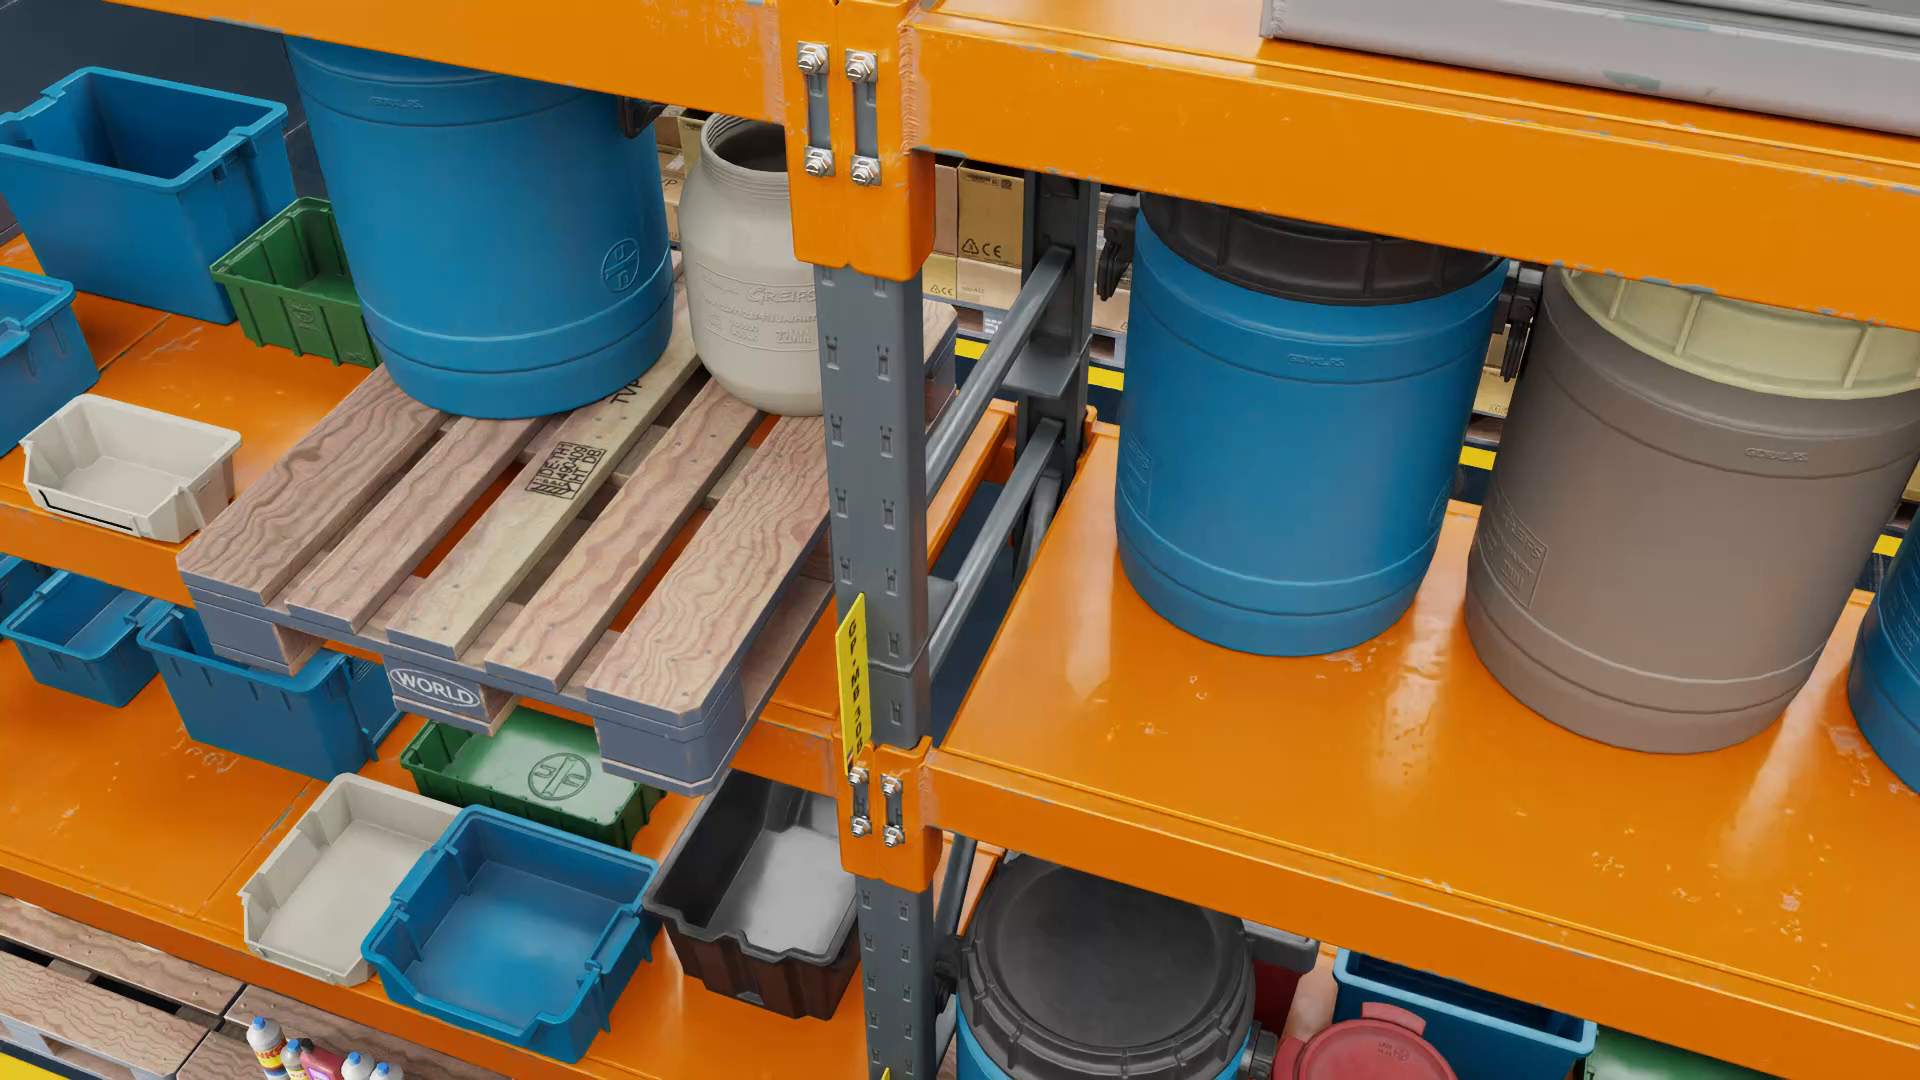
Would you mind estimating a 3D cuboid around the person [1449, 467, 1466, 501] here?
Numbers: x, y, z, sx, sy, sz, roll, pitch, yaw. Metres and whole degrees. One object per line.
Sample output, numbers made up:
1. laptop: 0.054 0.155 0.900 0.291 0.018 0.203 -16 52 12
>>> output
1. person: 1.458 0.120 6.379 0.742 1.198 0.539 14 44 15
